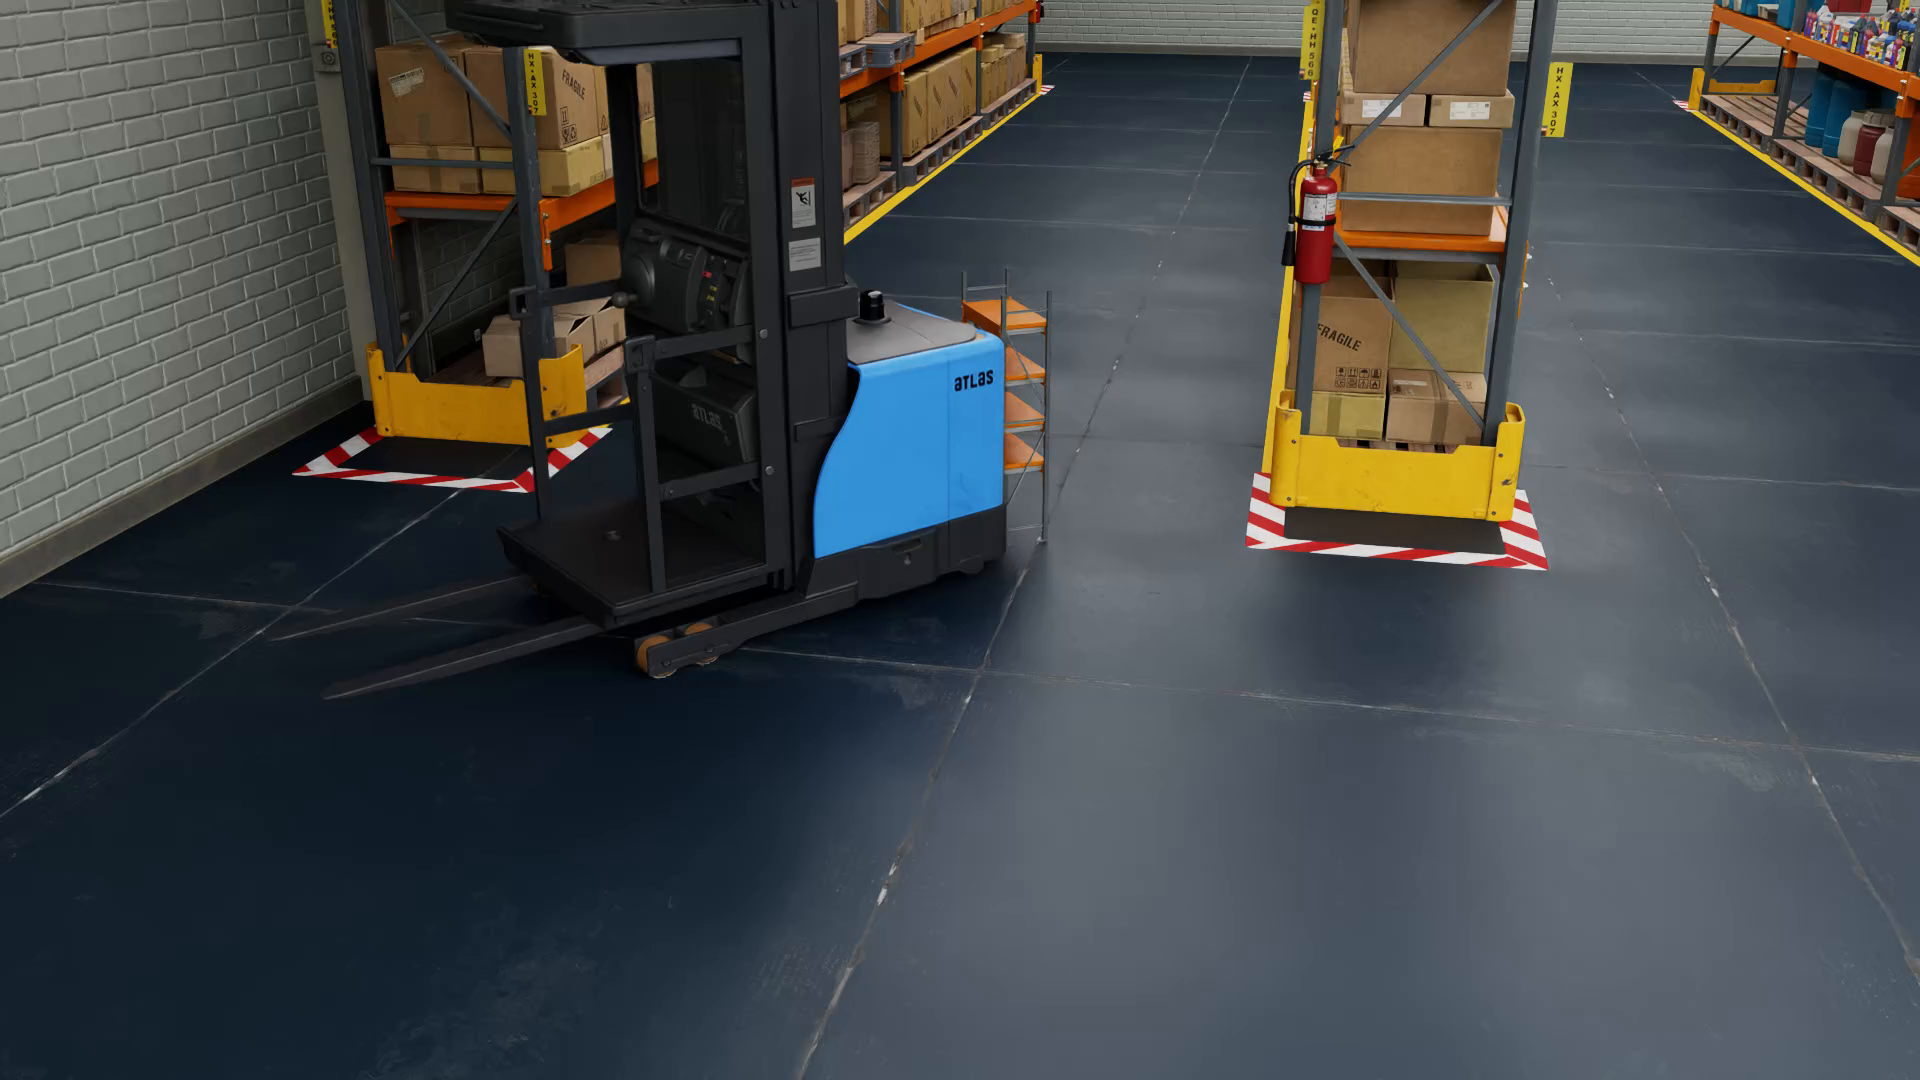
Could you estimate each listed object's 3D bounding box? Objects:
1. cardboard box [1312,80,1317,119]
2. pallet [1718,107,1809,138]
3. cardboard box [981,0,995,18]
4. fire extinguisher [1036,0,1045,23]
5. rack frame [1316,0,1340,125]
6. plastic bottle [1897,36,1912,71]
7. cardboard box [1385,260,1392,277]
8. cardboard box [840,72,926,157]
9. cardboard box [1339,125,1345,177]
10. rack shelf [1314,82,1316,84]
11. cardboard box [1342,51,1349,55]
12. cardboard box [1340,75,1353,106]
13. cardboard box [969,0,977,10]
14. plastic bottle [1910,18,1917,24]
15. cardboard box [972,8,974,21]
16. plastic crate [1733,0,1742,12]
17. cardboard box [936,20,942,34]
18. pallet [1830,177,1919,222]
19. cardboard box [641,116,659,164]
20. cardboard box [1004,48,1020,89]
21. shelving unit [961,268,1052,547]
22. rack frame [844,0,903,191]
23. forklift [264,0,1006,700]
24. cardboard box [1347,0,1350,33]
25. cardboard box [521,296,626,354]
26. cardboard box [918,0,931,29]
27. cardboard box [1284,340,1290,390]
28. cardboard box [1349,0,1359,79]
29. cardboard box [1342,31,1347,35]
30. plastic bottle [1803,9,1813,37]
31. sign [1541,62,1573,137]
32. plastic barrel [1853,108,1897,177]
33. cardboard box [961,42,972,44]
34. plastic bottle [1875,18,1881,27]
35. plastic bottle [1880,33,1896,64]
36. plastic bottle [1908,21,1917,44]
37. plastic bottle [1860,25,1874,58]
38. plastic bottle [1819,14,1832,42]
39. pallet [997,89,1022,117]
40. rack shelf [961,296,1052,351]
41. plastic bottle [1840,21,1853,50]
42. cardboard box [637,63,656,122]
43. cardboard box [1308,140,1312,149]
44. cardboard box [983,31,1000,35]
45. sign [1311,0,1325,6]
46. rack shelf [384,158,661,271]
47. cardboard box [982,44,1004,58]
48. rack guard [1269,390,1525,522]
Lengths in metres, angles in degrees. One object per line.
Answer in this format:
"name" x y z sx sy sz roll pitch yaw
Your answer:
"cardboard box" 4.439 -5.256 19.646 0.500 0.500 0.500 4 22 11
"pallet" 9.807 -5.028 20.057 1.003 0.211 1.213 4 22 11
"cardboard box" -0.124 -6.694 20.058 0.980 0.700 0.700 5 22 12
"fire extinguisher" 1.049 -7.632 23.391 0.296 0.674 0.183 4 22 11
"rack frame" 2.968 -3.056 11.426 1.000 3.000 0.127 4 22 11
"plastic bottle" 8.297 -4.266 14.587 0.061 0.283 0.133 4 22 11
"cardboard box" 2.668 -1.406 9.444 0.500 0.500 0.500 4 22 11
"cardboard box" -0.788 -4.351 16.958 0.750 0.750 0.750 4 22 10
"cardboard box" 2.572 -2.375 9.603 0.700 0.500 0.500 5 23 13
"rack shelf" 4.192 -4.916 17.009 1.077 0.370 4.000 4 22 11
"cardboard box" 2.411 -2.753 9.671 0.380 0.149 0.250 4 22 10
"cardboard box" 2.147 -2.284 8.507 0.380 0.149 0.250 4 22 10
"cardboard box" -0.098 -6.363 19.080 0.500 0.500 0.500 4 22 10
"plastic bottle" 9.507 -5.058 16.564 0.152 0.276 0.135 4 22 11
"cardboard box" -0.042 -6.105 19.307 0.380 0.149 0.250 5 22 11
"plastic crate" 9.607 -6.547 20.366 0.250 0.136 0.298 4 22 11
"cardboard box" -0.410 -5.548 17.923 0.380 0.149 0.250 5 23 13
"pallet" 8.752 -3.138 15.362 1.003 0.211 1.213 4 22 11
"cardboard box" -2.087 -2.440 10.071 0.500 0.250 0.500 4 22 10
"cardboard box" 0.419 -6.409 22.536 0.700 0.500 0.500 4 22 11
"shelving unit" 0.210 -0.622 7.792 0.258 1.200 0.503 -8 23 -19
"rack frame" -1.066 -4.895 15.992 1.000 3.000 0.127 4 22 11
"forklift" -1.265 -1.039 6.510 3.031 2.935 1.130 -16 27 -35
"cardboard box" 2.883 -3.541 10.761 0.700 0.500 0.500 5 22 11
"cardboard box" -2.353 -1.381 10.277 0.500 0.311 0.500 6 23 15
"cardboard box" -0.601 -5.437 16.781 0.500 0.500 0.500 5 23 13
"cardboard box" 2.062 -0.915 9.228 0.500 0.250 0.500 4 22 11
"cardboard box" 2.372 -2.623 8.481 0.700 0.500 0.500 4 22 10
"cardboard box" 2.672 -3.228 10.851 0.380 0.149 0.250 5 22 12
"plastic bottle" 8.956 -5.447 17.519 0.061 0.283 0.133 4 22 11
"sign" 2.694 -1.987 7.506 0.100 0.325 0.005 4 22 11
"plastic barrel" 8.946 -3.809 15.962 0.600 0.588 0.708 4 22 11
"cardboard box" 0.042 -6.398 21.640 0.380 0.149 0.250 4 22 10
"plastic bottle" 9.559 -5.344 17.374 0.097 0.201 0.097 0 22 0
"plastic bottle" 8.425 -4.457 15.077 0.097 0.271 0.097 0 22 0
"plastic bottle" 9.306 -4.925 16.239 0.097 0.271 0.097 0 22 0
"plastic bottle" 8.530 -4.684 15.625 0.061 0.283 0.133 4 22 11
"plastic bottle" 8.856 -5.228 16.993 0.097 0.271 0.097 0 22 0
"pallet" 0.228 -5.784 21.932 1.003 0.211 1.213 4 22 11
"rack shelf" 0.210 -0.987 7.645 0.258 0.148 0.480 -8 23 -19
"plastic bottle" 8.694 -4.939 16.274 0.097 0.271 0.097 0 22 0
"cardboard box" -2.085 -2.777 9.903 0.500 0.500 0.500 4 22 9
"cardboard box" 3.291 -3.336 14.490 0.500 0.311 0.500 4 22 10
"cardboard box" 0.351 -6.954 23.021 0.380 0.149 0.250 5 22 11
"sign" 2.434 -3.594 11.318 0.100 0.325 0.005 4 22 11
"rack shelf" -2.291 -2.367 10.678 1.077 0.370 4.000 4 22 11
"cardboard box" 0.358 -6.262 21.302 0.380 0.149 0.250 4 22 9
"rack guard" 2.147 -0.425 8.239 1.175 0.500 0.348 4 22 11
